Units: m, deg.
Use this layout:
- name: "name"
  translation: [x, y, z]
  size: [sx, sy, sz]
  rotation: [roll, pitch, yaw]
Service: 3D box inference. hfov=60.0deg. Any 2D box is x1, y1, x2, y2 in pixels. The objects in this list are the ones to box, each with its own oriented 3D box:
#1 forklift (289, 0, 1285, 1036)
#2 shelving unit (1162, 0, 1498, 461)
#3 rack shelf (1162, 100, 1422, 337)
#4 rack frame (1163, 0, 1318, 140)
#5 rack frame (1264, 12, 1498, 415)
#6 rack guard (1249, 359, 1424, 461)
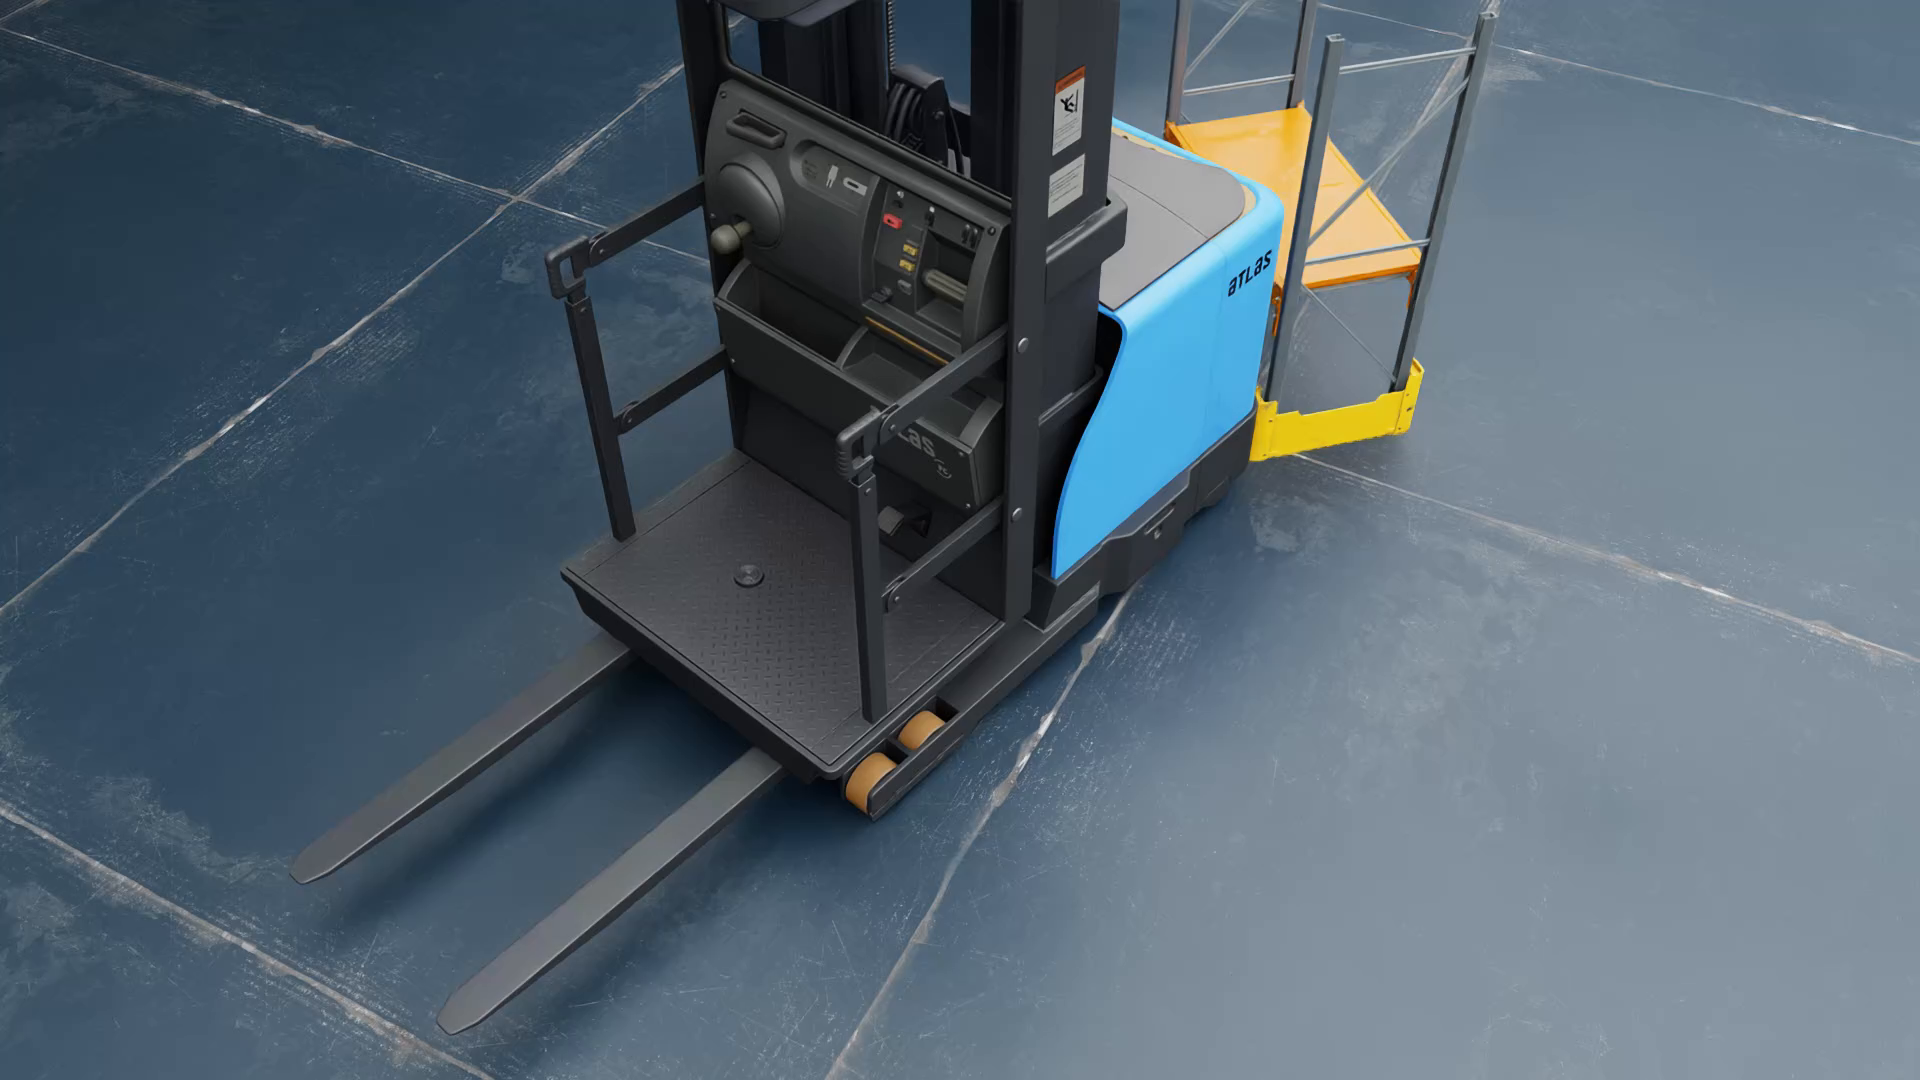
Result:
- name: "forklift"
  translation: [-0.414, -0.699, 3.880]
  size: [1.130, 2.935, 3.031]
  rotation: [32, 54, 28]
- name: "shelving unit"
  translation: [1.096, -1.212, 5.393]
  size: [0.587, 1.500, 1.083]
  rotation: [-11, 46, -11]
- name: "rack shelf"
  translation: [1.094, -1.092, 5.527]
  size: [0.538, 0.185, 1.000]
  rotation: [-11, 46, -11]
- name: "rack frame"
  translation: [0.956, -1.566, 5.744]
  size: [0.500, 1.500, 0.032]
  rotation: [-11, 46, -11]
- name: "rack frame"
  translation: [1.232, -0.870, 5.056]
  size: [0.500, 1.500, 0.032]
  rotation: [-11, 46, -11]
- name: "rack guard"
  translation: [1.231, -0.432, 5.501]
  size: [0.587, 0.250, 0.087]
  rotation: [-11, 46, -11]
